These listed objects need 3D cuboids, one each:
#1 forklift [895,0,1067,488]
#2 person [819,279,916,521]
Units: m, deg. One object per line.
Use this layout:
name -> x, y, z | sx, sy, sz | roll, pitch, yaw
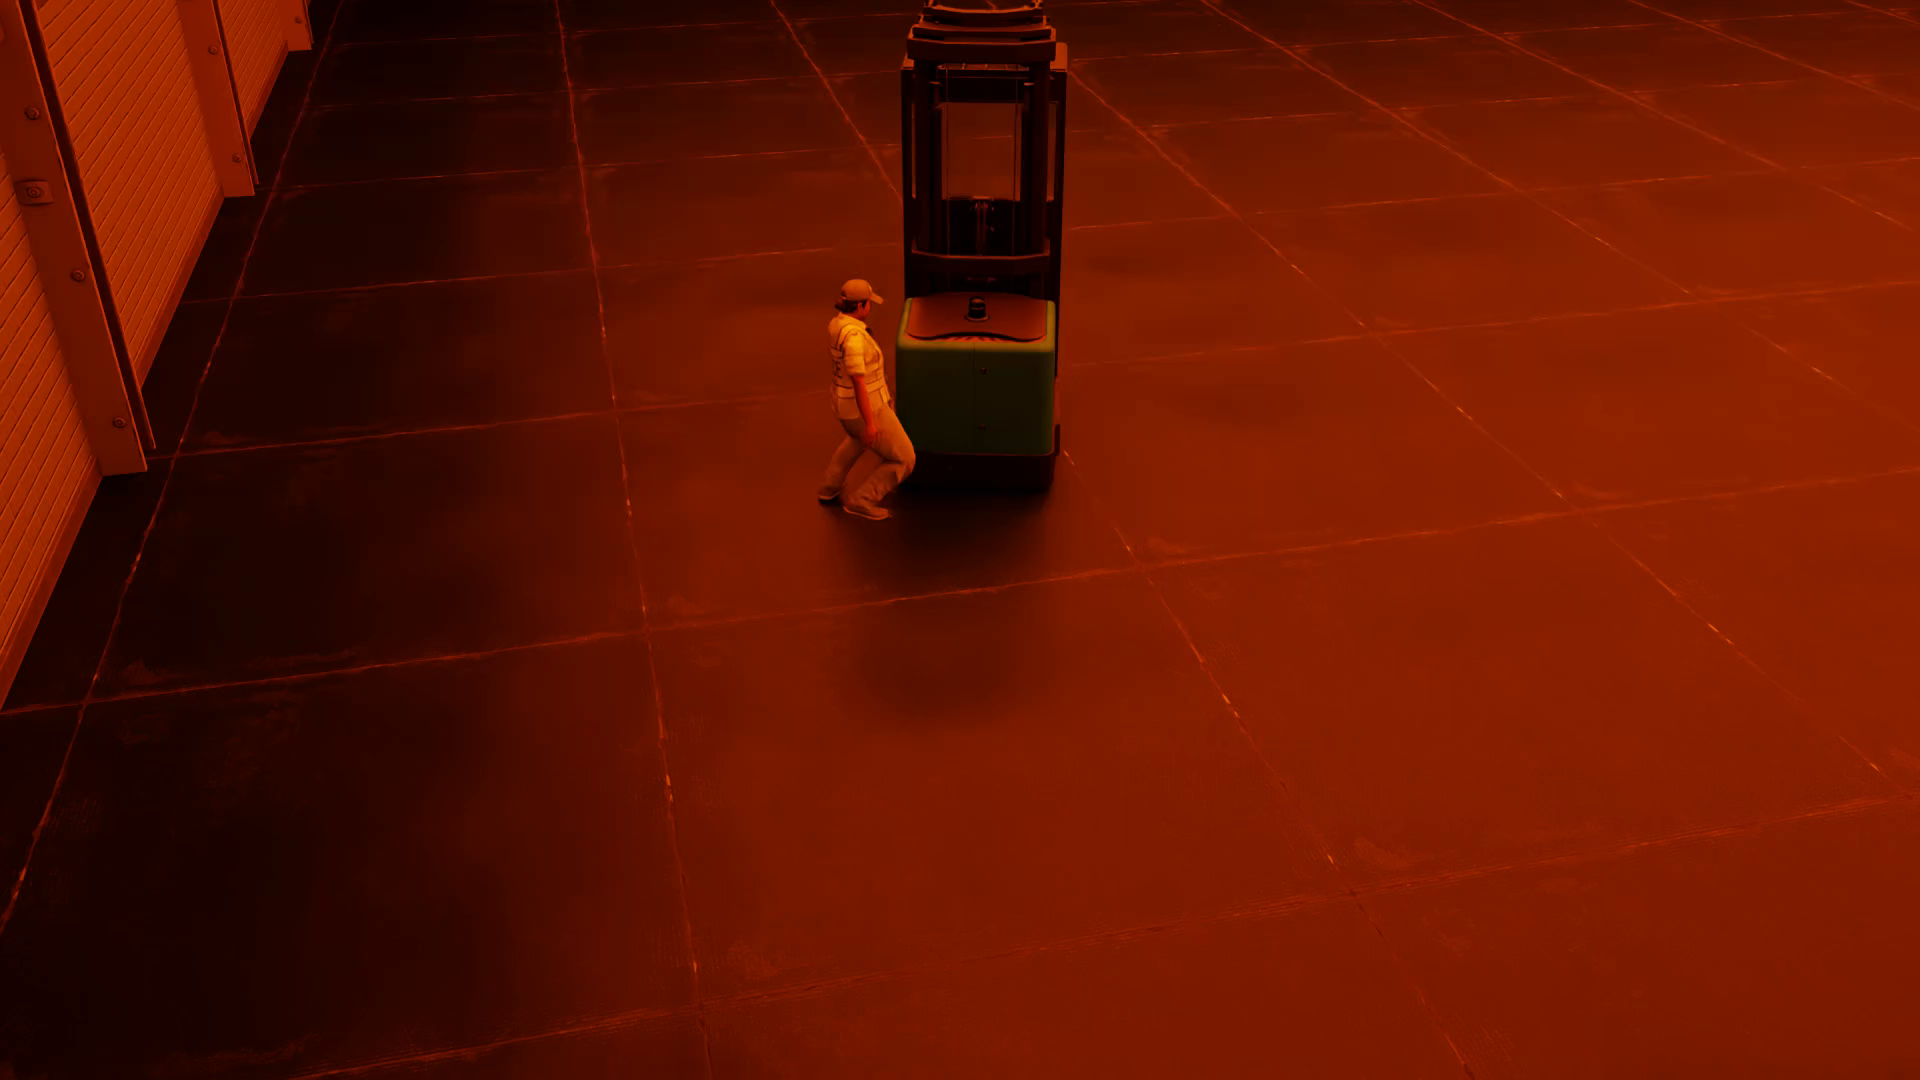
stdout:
forklift -> 0.170, -2.316, 11.576 | 1.130, 2.935, 3.031 | 2, 30, 3
person -> -0.613, -0.867, 10.458 | 0.544, 1.575, 0.850 | -8, 31, -13
